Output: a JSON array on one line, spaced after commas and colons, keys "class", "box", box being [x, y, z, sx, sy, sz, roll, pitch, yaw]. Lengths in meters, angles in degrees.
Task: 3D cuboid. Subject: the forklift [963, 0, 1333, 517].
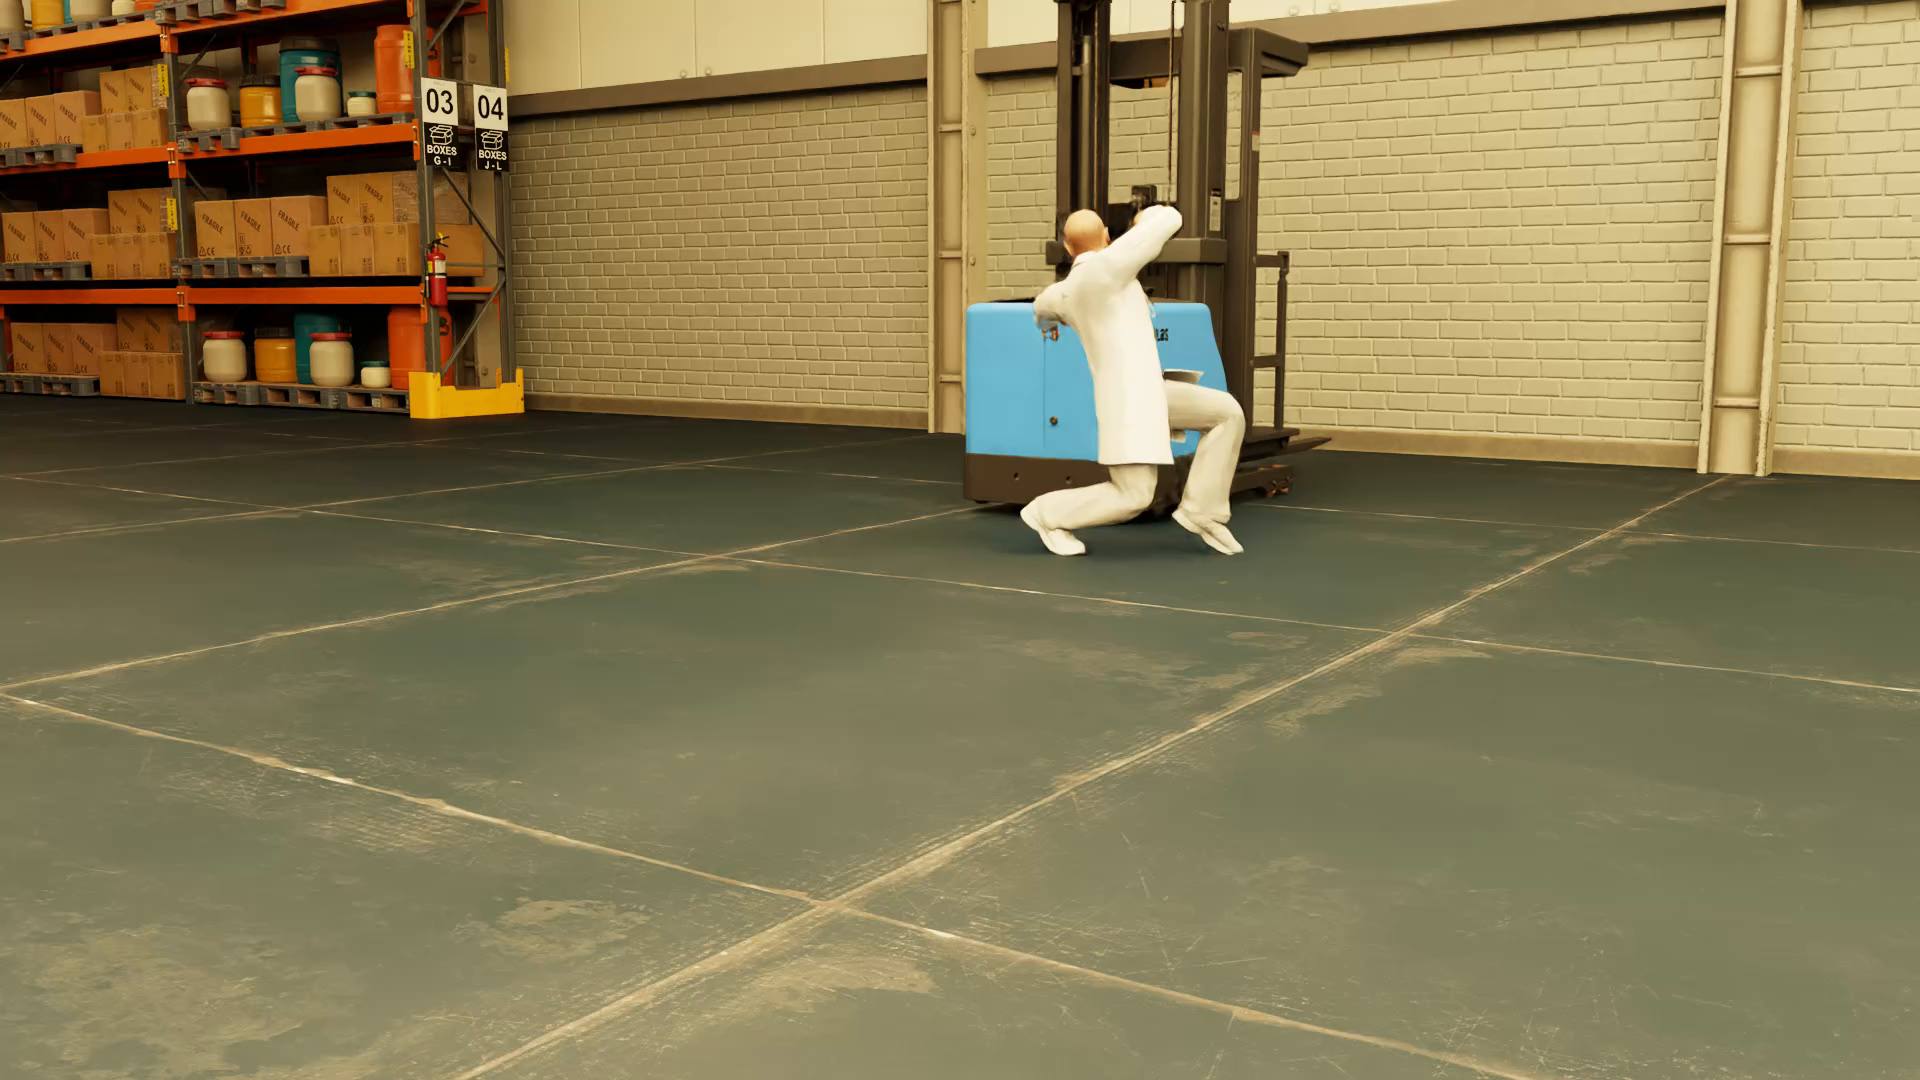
[{"class": "forklift", "box": [1.252, -1.727, 9.341, 1.130, 2.935, 3.031, 5, 10, 33]}]

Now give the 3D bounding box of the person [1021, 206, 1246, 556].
[{"class": "person", "box": [0.762, -0.702, 7.344, 0.970, 1.505, 1.111, 1, 8, 4]}]
